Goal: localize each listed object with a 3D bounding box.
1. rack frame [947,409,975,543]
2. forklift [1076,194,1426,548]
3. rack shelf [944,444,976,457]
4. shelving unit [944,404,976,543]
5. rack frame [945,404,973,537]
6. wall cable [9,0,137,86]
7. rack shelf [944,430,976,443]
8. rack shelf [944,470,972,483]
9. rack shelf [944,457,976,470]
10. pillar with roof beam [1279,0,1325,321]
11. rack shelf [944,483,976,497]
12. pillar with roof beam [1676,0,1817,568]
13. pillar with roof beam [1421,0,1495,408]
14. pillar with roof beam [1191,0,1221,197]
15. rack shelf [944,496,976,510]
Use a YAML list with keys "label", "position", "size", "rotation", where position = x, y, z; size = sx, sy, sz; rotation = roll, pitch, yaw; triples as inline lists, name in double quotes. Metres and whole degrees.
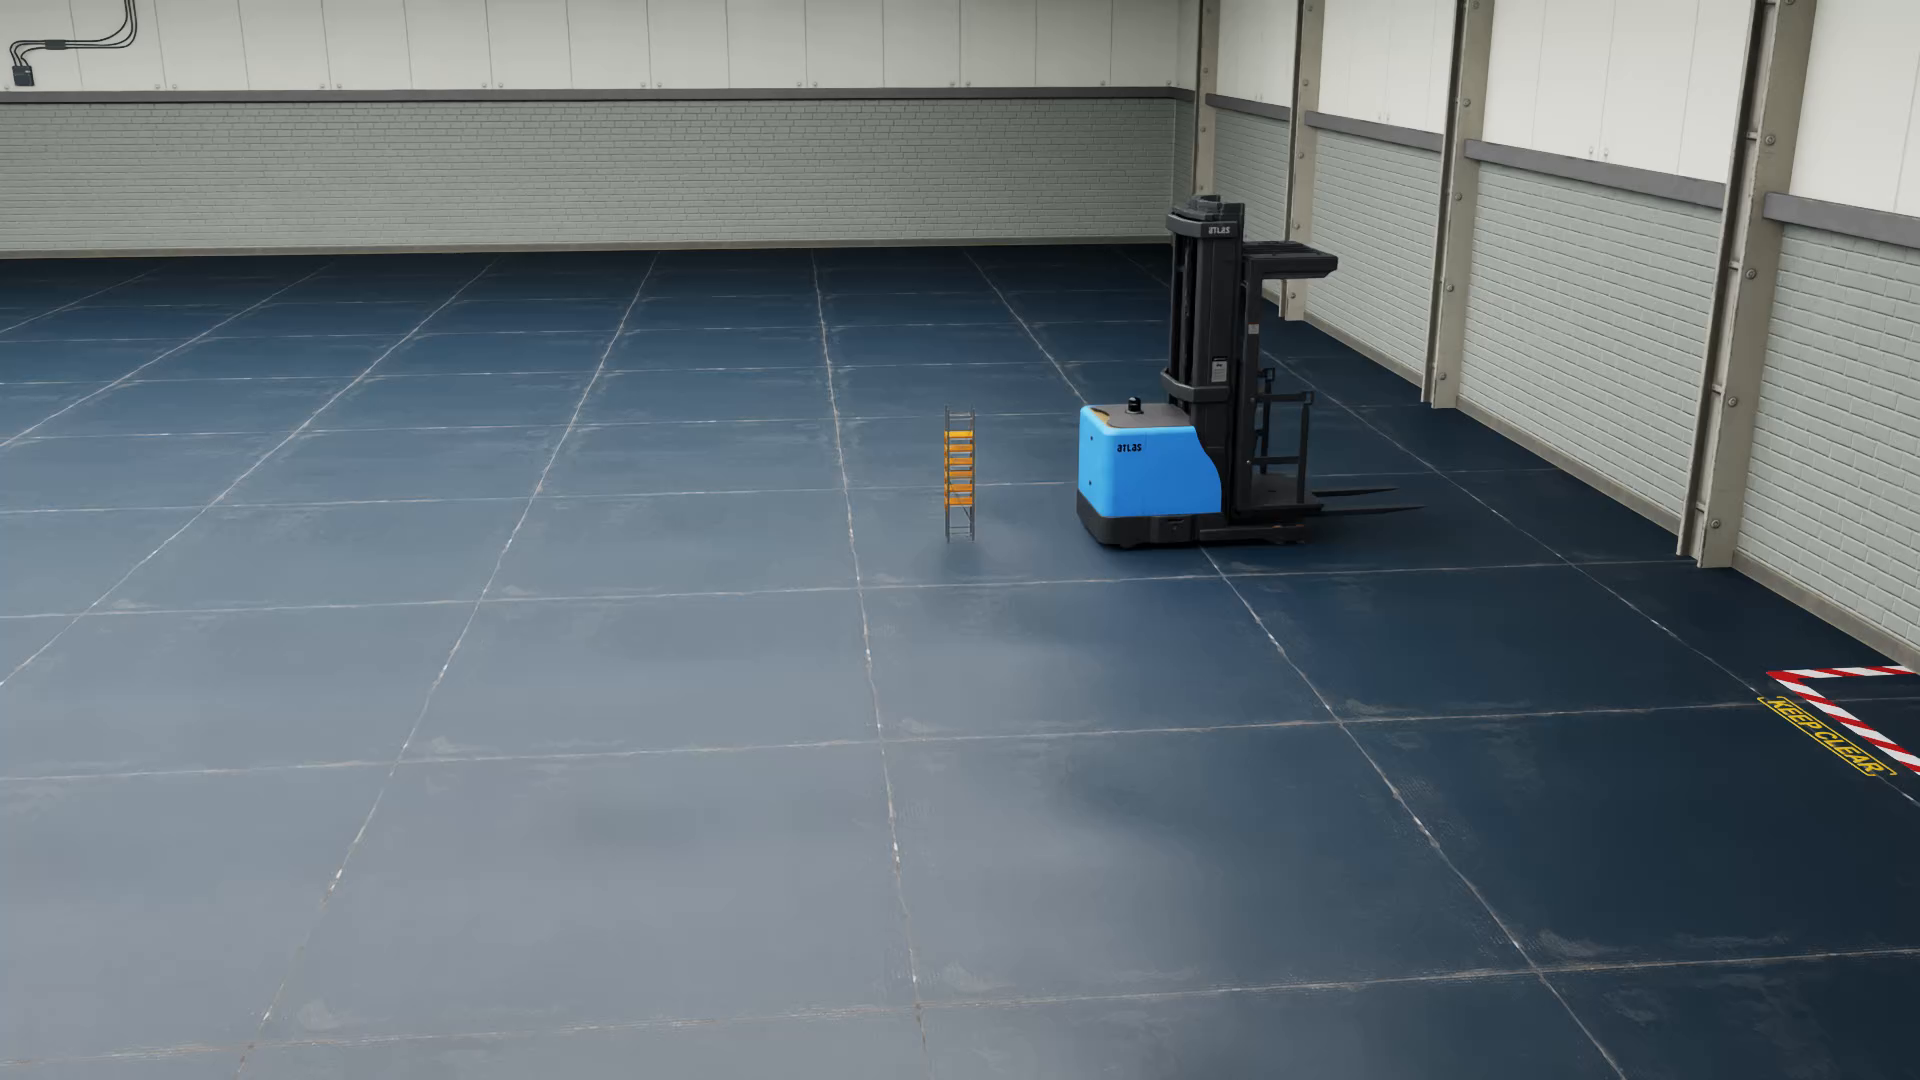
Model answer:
- label: "rack frame"
  position: [0.008, -0.550, 14.424]
  size: [0.240, 1.200, 0.006]
  rotation: [-2, 18, -6]
- label: "forklift"
  position: [2.628, -1.513, 14.605]
  size: [3.031, 2.935, 1.130]
  rotation: [-3, 18, -9]
- label: "rack shelf"
  position: [-0.002, -0.763, 14.453]
  size: [0.258, 0.103, 0.180]
  rotation: [-2, 18, -6]
- label: "shelving unit"
  position: [-0.002, -0.577, 14.511]
  size: [0.258, 1.200, 0.189]
  rotation: [-2, 18, -6]
- label: "rack frame"
  position: [-0.011, -0.604, 14.598]
  size: [0.240, 1.200, 0.006]
  rotation: [-2, 18, -6]
- label: "wall cable"
  position: [-16.397, -11.344, 30.109]
  size: [2.305, 6.003, 0.169]
  rotation: [-2, 18, -6]
- label: "rack shelf"
  position: [-0.002, -0.878, 14.417]
  size: [0.258, 0.103, 0.180]
  rotation: [-2, 18, -6]
- label: "rack shelf"
  position: [-0.002, -0.534, 14.524]
  size: [0.258, 0.103, 0.180]
  rotation: [-2, 18, -6]
- label: "rack shelf"
  position: [-0.002, -0.649, 14.488]
  size: [0.258, 0.103, 0.180]
  rotation: [-2, 18, -6]
- label: "pillar with roof beam"
  position: [0.816, -7.567, 23.755]
  size: [9.100, 9.000, 0.400]
  rotation: [-2, 18, -6]
- label: "rack shelf"
  position: [-0.002, -0.420, 14.560]
  size: [0.258, 0.103, 0.180]
  rotation: [-2, 18, -6]
- label: "pillar with roof beam"
  position: [2.053, -3.991, 12.367]
  size: [9.100, 9.000, 0.400]
  rotation: [-2, 18, -6]
- label: "pillar with roof beam"
  position: [1.435, -5.779, 18.061]
  size: [9.100, 9.000, 0.400]
  rotation: [-2, 18, -6]
- label: "pillar with roof beam"
  position: [0.197, -9.354, 29.449]
  size: [9.100, 9.000, 0.400]
  rotation: [-2, 18, -6]
- label: "rack shelf"
  position: [-0.001, -0.305, 14.596]
  size: [0.258, 0.103, 0.180]
  rotation: [-2, 18, -6]
